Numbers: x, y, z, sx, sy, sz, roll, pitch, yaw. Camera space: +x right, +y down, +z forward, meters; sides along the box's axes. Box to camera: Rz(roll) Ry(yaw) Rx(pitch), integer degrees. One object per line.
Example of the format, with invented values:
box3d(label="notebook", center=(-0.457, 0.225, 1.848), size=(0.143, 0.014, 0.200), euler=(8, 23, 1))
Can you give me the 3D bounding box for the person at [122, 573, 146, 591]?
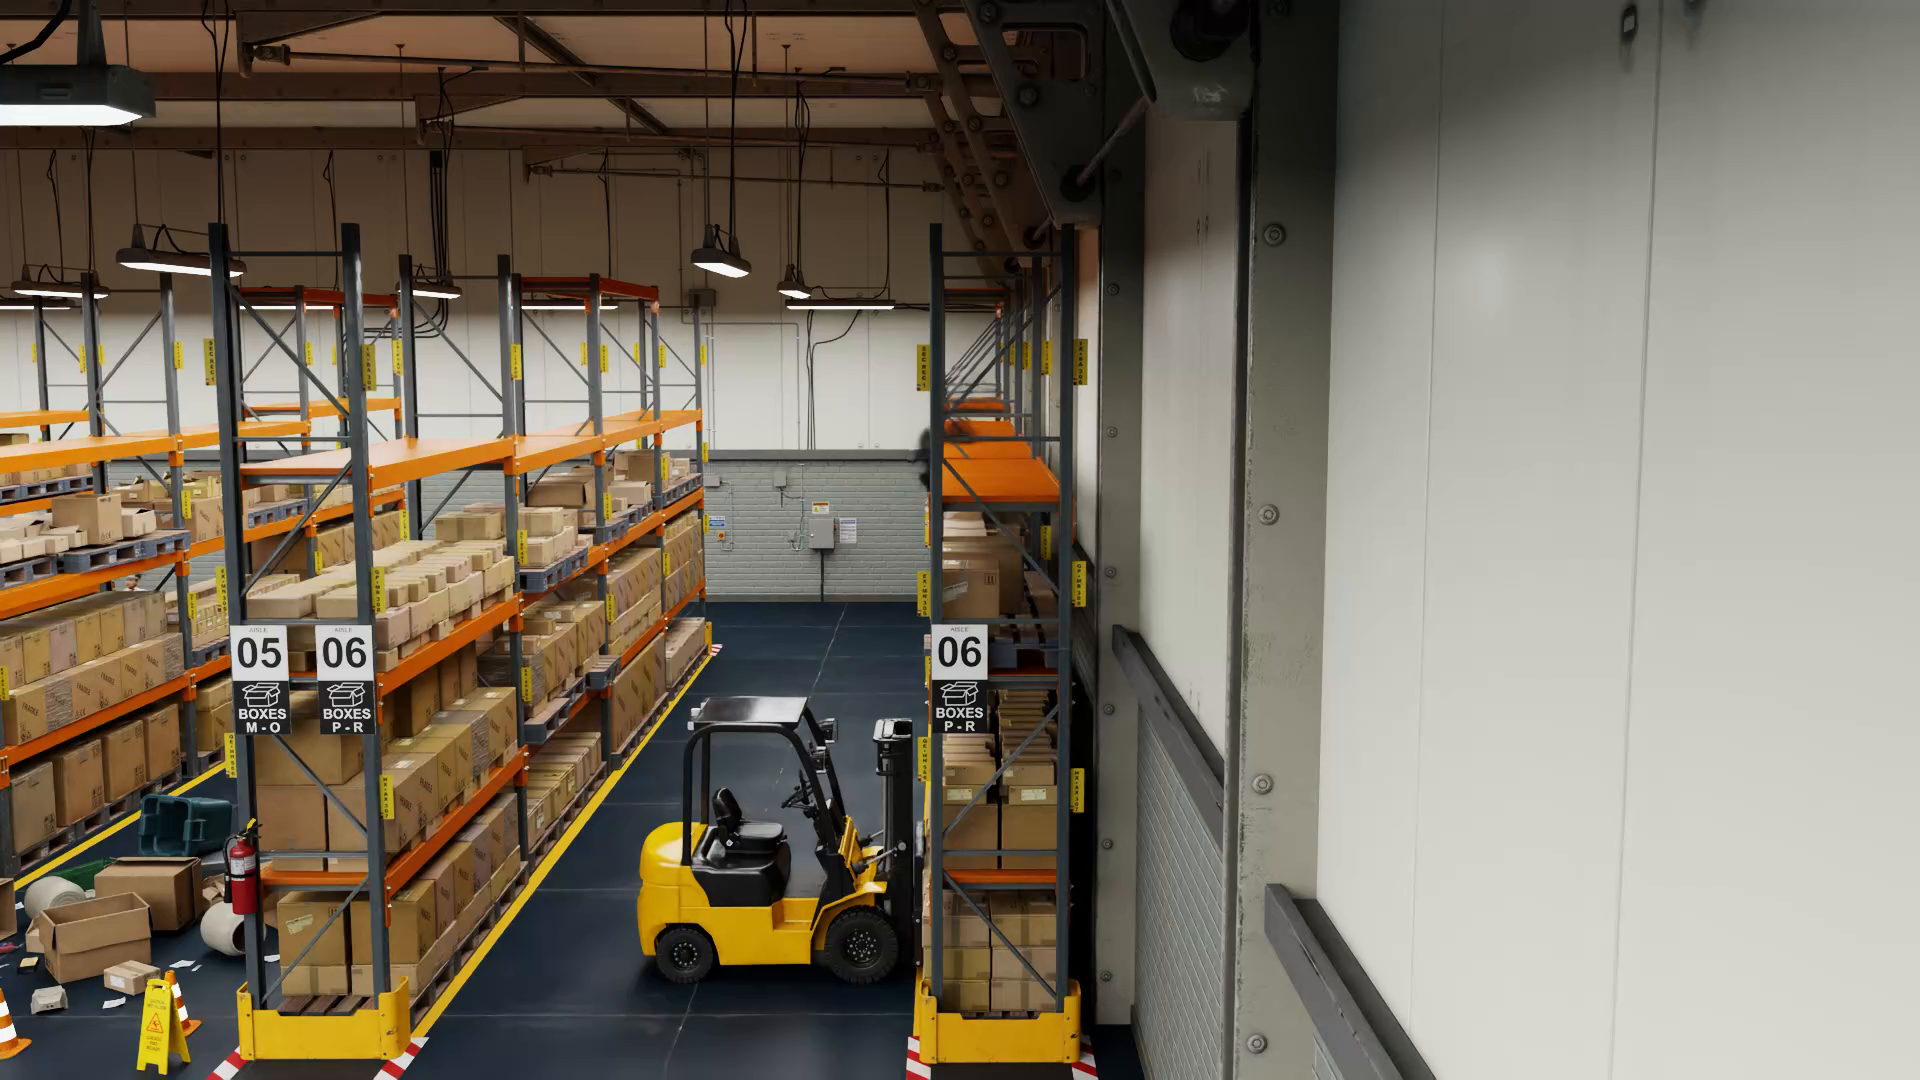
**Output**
box3d(label="person", center=(-12.979, 1.309, 26.061), size=(0.619, 1.655, 0.542), euler=(0, 7, -3))
